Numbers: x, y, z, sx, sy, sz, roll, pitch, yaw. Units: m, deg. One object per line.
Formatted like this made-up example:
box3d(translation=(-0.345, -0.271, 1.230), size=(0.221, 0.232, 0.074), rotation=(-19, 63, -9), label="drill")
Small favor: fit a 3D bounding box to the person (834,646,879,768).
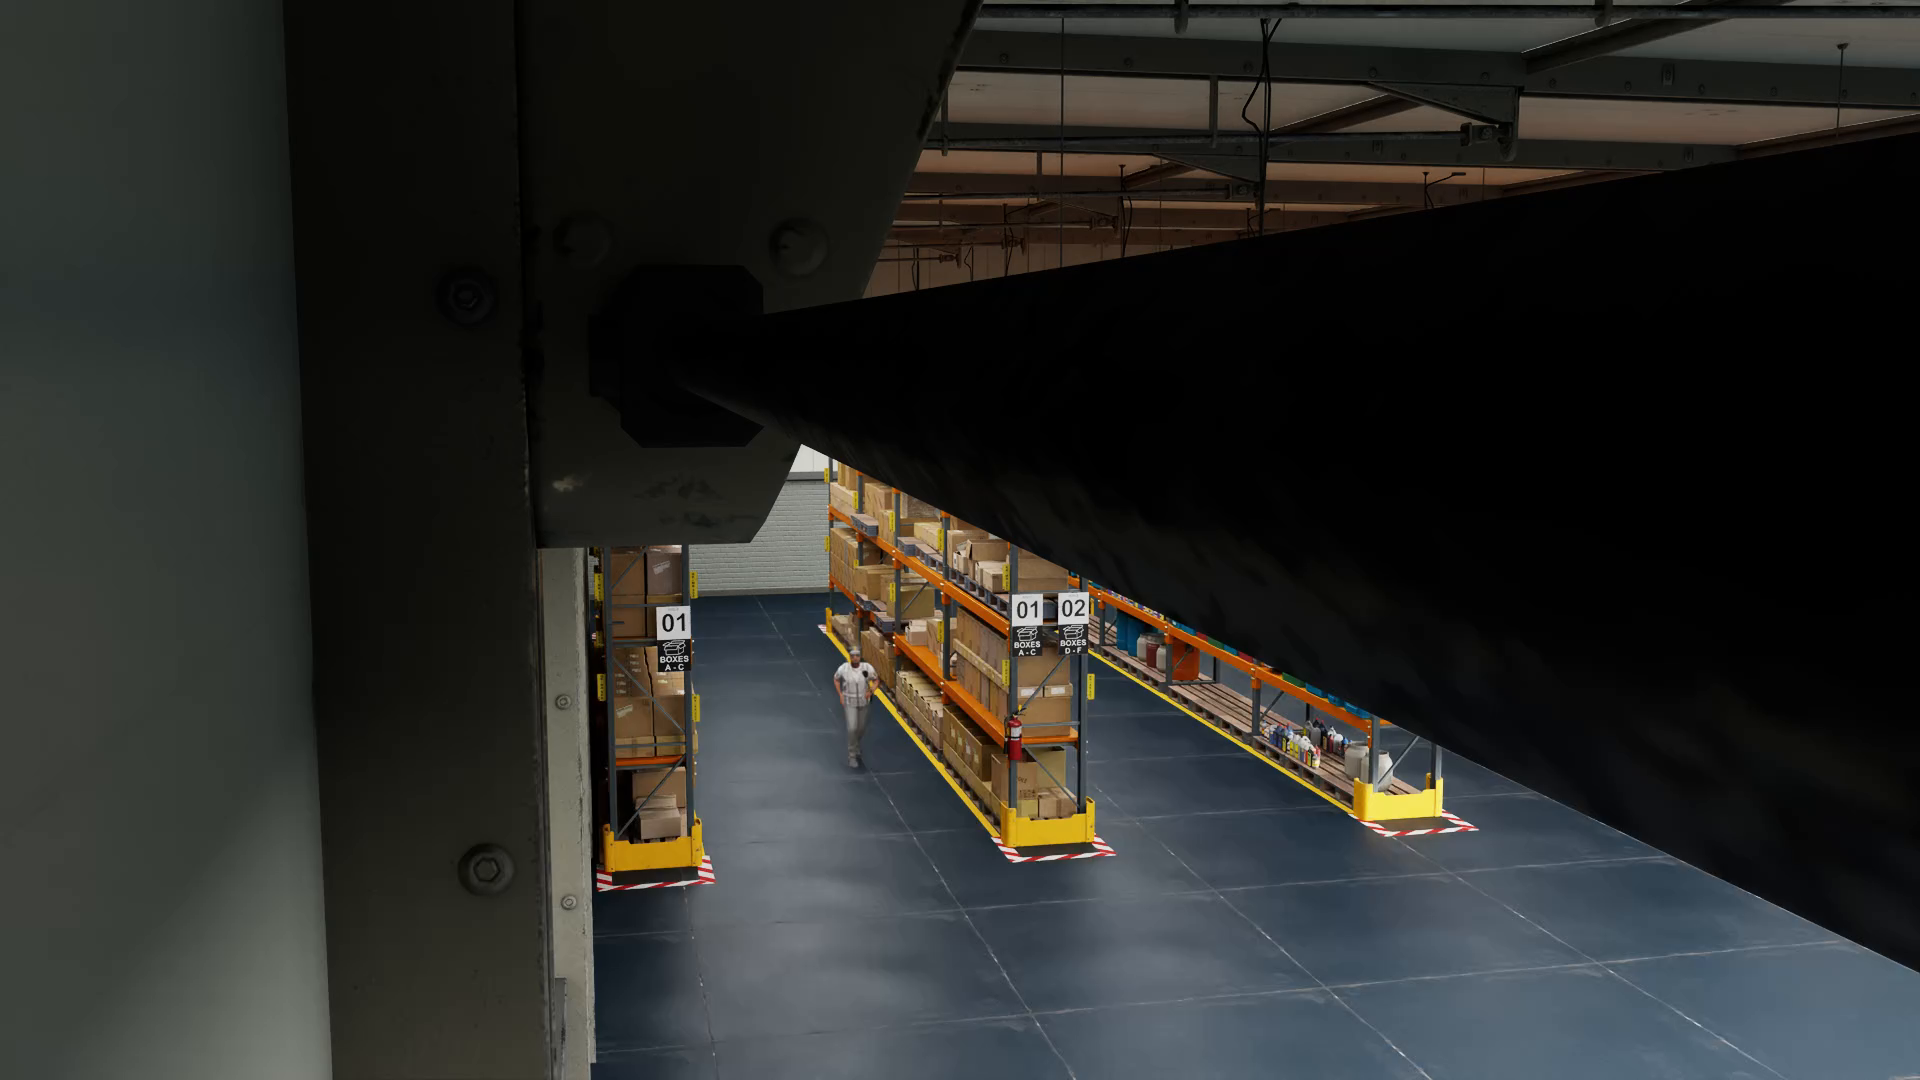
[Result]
box3d(translation=(-1.558, 2.478, 25.140), size=(0.675, 1.845, 0.775), rotation=(-1, 7, -11), label="person")
